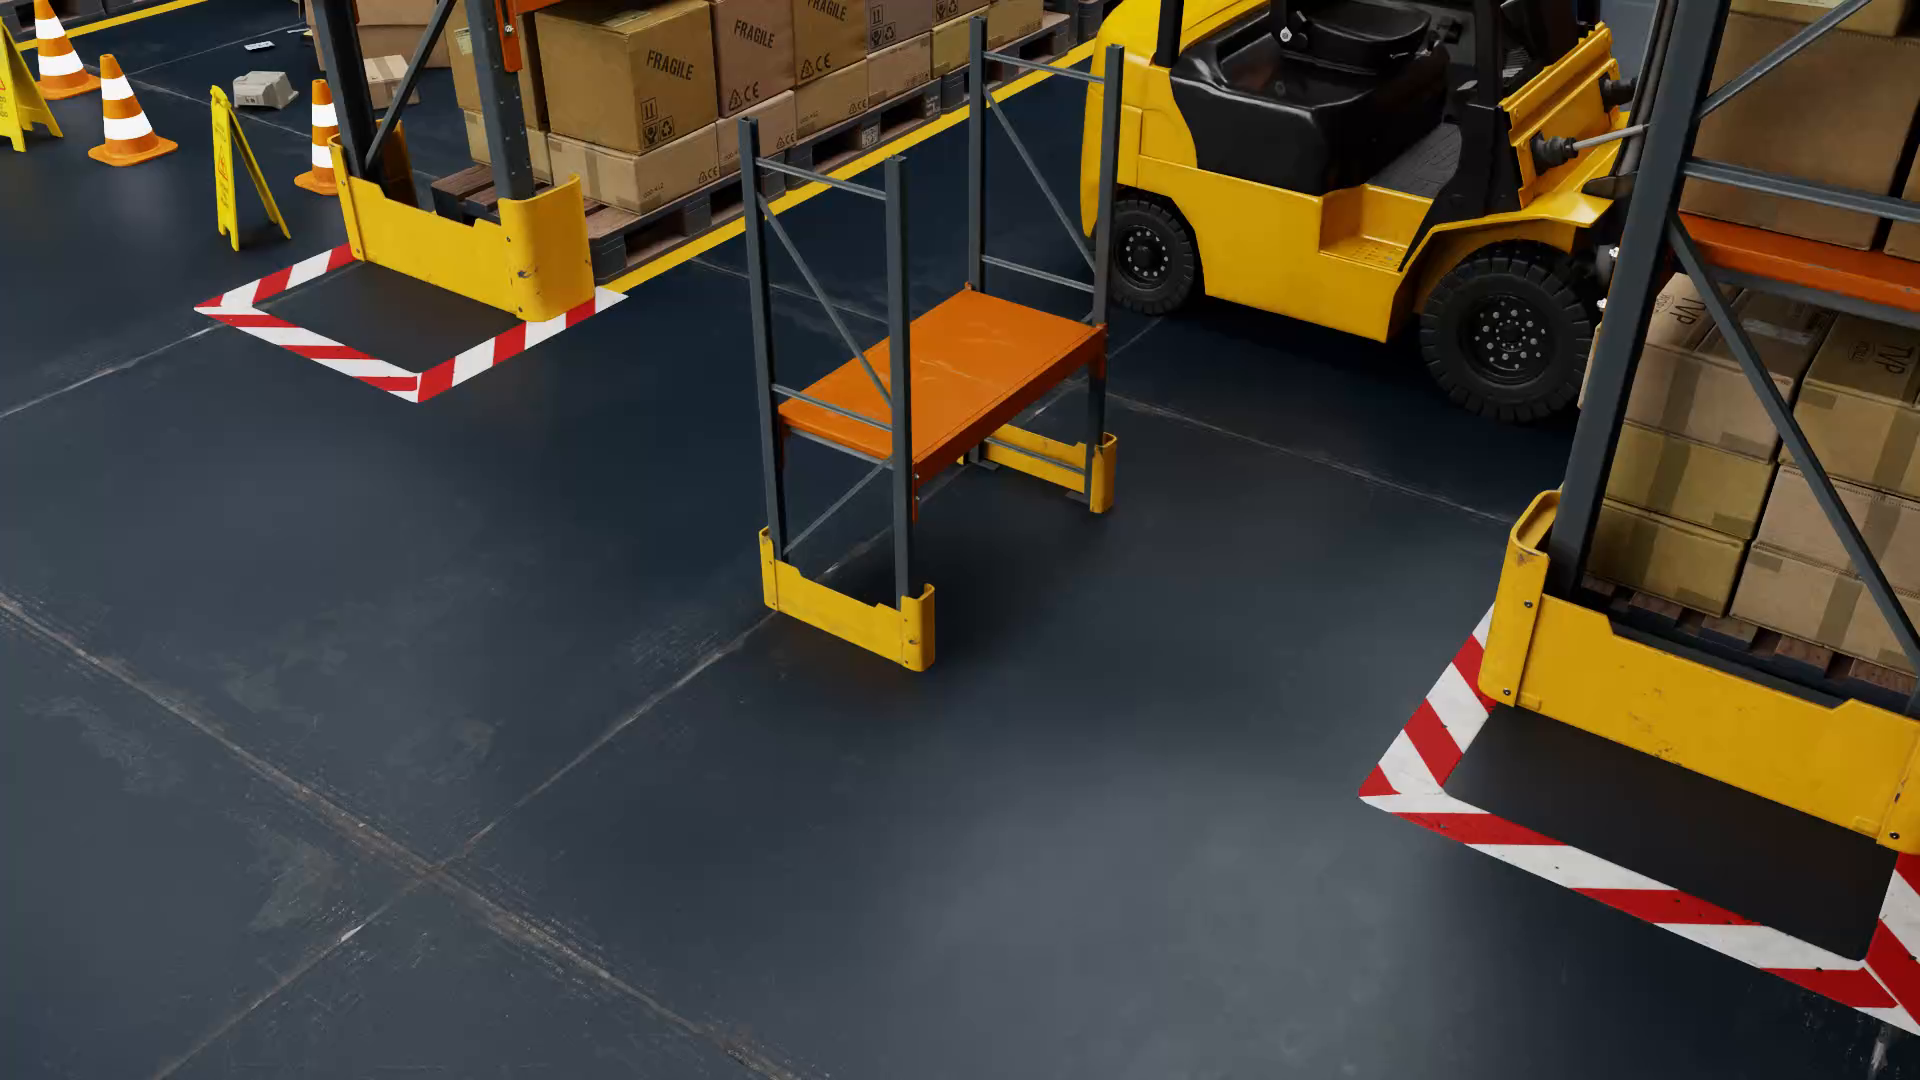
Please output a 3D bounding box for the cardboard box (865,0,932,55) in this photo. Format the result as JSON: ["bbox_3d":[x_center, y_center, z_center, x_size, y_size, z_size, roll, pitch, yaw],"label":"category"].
[{"bbox_3d":[-0.481,-2.669,7.930,0.500,0.500,0.500,24,41,31],"label":"cardboard box"}]

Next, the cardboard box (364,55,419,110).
[{"bbox_3d":[-2.979,-2.378,8.633,0.250,0.149,0.380,-15,37,-21],"label":"cardboard box"}]

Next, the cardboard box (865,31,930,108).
[{"bbox_3d":[-0.491,-2.348,8.124,0.500,0.250,0.500,22,40,29],"label":"cardboard box"}]

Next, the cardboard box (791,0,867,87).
[{"bbox_3d":[-0.779,-2.421,7.562,0.500,0.500,0.500,22,40,29],"label":"cardboard box"}]

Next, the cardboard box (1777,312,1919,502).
[{"bbox_3d":[2.443,-0.337,4.257,0.500,0.250,0.500,21,39,28],"label":"cardboard box"}]

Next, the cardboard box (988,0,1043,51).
[{"bbox_3d":[0.098,-2.829,8.835,0.500,0.250,0.500,23,40,30],"label":"cardboard box"}]

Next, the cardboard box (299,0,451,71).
[{"bbox_3d":[-3.145,-2.894,9.080,0.797,0.503,0.637,-3,34,-4],"label":"cardboard box"}]

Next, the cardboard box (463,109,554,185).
[{"bbox_3d":[-1.813,-1.815,7.335,0.500,0.250,0.500,21,39,28],"label":"cardboard box"}]

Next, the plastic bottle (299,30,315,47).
[{"bbox_3d":[-3.616,-2.878,9.451,0.133,0.061,0.283,8,35,12],"label":"plastic bottle"}]

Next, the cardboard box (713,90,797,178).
[{"bbox_3d":[-1.082,-1.861,7.404,0.500,0.250,0.500,23,40,30],"label":"cardboard box"}]

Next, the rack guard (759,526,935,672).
[{"bbox_3d":[-0.327,0.161,4.789,0.587,0.250,0.087,21,39,28],"label":"rack guard"}]

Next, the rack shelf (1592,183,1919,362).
[{"bbox_3d":[3.153,-1.349,5.210,1.077,0.370,4.000,21,39,28],"label":"rack shelf"}]

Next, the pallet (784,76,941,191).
[{"bbox_3d":[-0.835,-2.112,8.185,1.003,0.211,1.213,21,39,28],"label":"pallet"}]

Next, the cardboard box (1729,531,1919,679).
[{"bbox_3d":[2.454,0.075,4.542,0.500,0.250,0.500,21,40,28],"label":"cardboard box"}]

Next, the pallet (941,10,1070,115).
[{"bbox_3d":[-0.140,-2.676,9.019,1.003,0.211,1.213,21,39,28],"label":"pallet"}]

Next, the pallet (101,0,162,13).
[{"bbox_3d":[-5.103,-3.642,10.447,1.003,0.211,1.213,21,39,28],"label":"pallet"}]

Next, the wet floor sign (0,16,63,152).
[{"bbox_3d":[-4.581,-2.224,7.963,0.267,0.644,0.232,14,37,20],"label":"wet floor sign"}]

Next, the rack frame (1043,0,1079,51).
[{"bbox_3d":[0.214,-4.152,8.711,1.000,3.000,0.127,21,39,28],"label":"rack frame"}]

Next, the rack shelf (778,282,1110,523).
[{"bbox_3d":[-0.049,-0.433,4.873,0.538,0.185,1.000,21,39,28],"label":"rack shelf"}]

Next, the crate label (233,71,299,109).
[{"bbox_3d":[-3.590,-2.314,8.550,0.250,0.136,0.298,3,34,4],"label":"crate label"}]

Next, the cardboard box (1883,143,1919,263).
[{"bbox_3d":[2.524,-0.908,3.825,0.500,0.500,0.500,23,40,30],"label":"cardboard box"}]

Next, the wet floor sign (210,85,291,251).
[{"bbox_3d":[-3.054,-1.590,7.025,0.232,0.644,0.267,-22,40,-29],"label":"wet floor sign"}]

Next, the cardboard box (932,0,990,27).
[{"bbox_3d":[-0.191,-2.904,8.277,0.500,0.500,0.500,22,40,29],"label":"cardboard box"}]

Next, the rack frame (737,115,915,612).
[{"bbox_3d":[-0.338,-0.348,4.426,0.500,1.500,0.032,21,39,28],"label":"rack frame"}]

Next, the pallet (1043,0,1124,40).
[{"bbox_3d":[0.657,-3.355,10.023,1.003,0.211,1.213,21,39,28],"label":"pallet"}]

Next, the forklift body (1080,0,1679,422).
[{"bbox_3d":[1.596,-1.831,6.037,2.313,2.155,1.214,21,39,28],"label":"forklift body"}]

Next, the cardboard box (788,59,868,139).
[{"bbox_3d":[-0.782,-2.116,7.781,0.500,0.250,0.500,24,41,31],"label":"cardboard box"}]

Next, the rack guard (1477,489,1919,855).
[{"bbox_3d":[1.999,0.320,4.331,1.175,0.500,0.348,21,39,28],"label":"rack guard"}]

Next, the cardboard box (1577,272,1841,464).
[{"bbox_3d":[2.019,-0.488,4.480,0.500,0.250,0.500,23,40,30],"label":"cardboard box"}]

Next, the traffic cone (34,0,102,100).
[{"bbox_3d":[-4.722,-2.585,8.660,0.336,0.463,0.334,21,39,28],"label":"traffic cone"}]

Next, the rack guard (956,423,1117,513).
[{"bbox_3d":[0.240,-0.298,5.467,0.587,0.250,0.087,21,39,28],"label":"rack guard"}]

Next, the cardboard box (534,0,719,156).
[{"bbox_3d":[-1.367,-1.950,6.867,0.500,0.500,0.500,20,39,27],"label":"cardboard box"}]

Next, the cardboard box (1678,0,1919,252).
[{"bbox_3d":[2.078,-1.079,4.078,0.500,0.500,0.500,20,39,27],"label":"cardboard box"}]

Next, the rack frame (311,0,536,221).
[{"bbox_3d":[-2.067,-2.311,5.989,1.000,3.000,0.127,21,39,28],"label":"rack frame"}]

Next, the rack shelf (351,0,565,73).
[{"bbox_3d":[-0.926,-2.933,7.552,1.077,0.370,4.000,21,39,28],"label":"rack shelf"}]

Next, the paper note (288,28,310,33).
[{"bbox_3d":[-3.810,-2.937,9.584,0.123,0.001,0.032,-15,37,-21],"label":"paper note"}]

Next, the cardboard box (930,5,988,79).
[{"bbox_3d":[-0.198,-2.580,8.468,0.500,0.250,0.500,20,39,27],"label":"cardboard box"}]

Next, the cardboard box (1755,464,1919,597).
[{"bbox_3d":[2.452,-0.119,4.382,0.500,0.250,0.500,22,40,29],"label":"cardboard box"}]

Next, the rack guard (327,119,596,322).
[{"bbox_3d":[-2.023,-1.310,6.741,1.175,0.500,0.348,21,39,28],"label":"rack guard"}]

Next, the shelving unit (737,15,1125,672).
[{"bbox_3d":[-0.043,-0.586,4.778,0.587,1.500,1.083,21,39,28],"label":"shelving unit"}]

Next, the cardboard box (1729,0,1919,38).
[{"bbox_3d":[1.981,-1.286,3.806,0.380,0.149,0.250,22,40,29],"label":"cardboard box"}]

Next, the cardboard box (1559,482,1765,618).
[{"bbox_3d":[2.021,-0.079,4.769,0.500,0.250,0.500,22,40,28],"label":"cardboard box"}]

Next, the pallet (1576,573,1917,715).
[{"bbox_3d":[2.415,0.063,4.969,1.003,0.211,1.213,21,39,28],"label":"pallet"}]

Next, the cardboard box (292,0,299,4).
[{"bbox_3d":[-3.952,-3.609,10.139,0.500,0.500,0.500,29,44,36],"label":"cardboard box"}]

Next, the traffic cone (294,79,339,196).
[{"bbox_3d":[-2.881,-1.870,7.602,0.336,0.463,0.334,21,39,28],"label":"traffic cone"}]

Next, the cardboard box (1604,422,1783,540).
[{"bbox_3d":[2.034,-0.293,4.639,0.500,0.250,0.500,21,39,28],"label":"cardboard box"}]

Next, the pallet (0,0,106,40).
[{"bbox_3d":[-5.799,-3.083,9.621,1.003,0.211,1.213,21,39,28],"label":"pallet"}]

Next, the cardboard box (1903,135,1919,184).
[{"bbox_3d":[2.381,-1.315,4.427,0.500,0.500,0.500,23,40,30],"label":"cardboard box"}]

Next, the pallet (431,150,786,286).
[{"bbox_3d":[-1.531,-1.553,7.358,1.003,0.211,1.213,21,39,28],"label":"pallet"}]

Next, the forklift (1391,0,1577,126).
[{"bbox_3d":[2.078,-3.189,7.349,1.130,2.935,3.031,21,39,28],"label":"forklift"}]

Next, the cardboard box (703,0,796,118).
[{"bbox_3d":[-1.072,-2.192,7.224,0.500,0.500,0.500,20,39,27],"label":"cardboard box"}]

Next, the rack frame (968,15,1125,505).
[{"bbox_3d":[0.241,-0.816,5.118,0.500,1.500,0.032,21,39,28],"label":"rack frame"}]

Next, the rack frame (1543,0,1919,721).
[{"bbox_3d":[2.013,-0.727,3.647,1.000,3.000,0.127,21,39,28],"label":"rack frame"}]

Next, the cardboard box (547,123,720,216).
[{"bbox_3d":[-1.380,-1.629,7.060,0.500,0.250,0.500,21,39,28],"label":"cardboard box"}]

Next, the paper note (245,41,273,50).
[{"bbox_3d":[-3.926,-2.775,9.327,0.142,0.017,0.144,-22,40,-29],"label":"paper note"}]

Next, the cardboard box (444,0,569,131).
[{"bbox_3d":[-1.824,-2.108,7.100,0.500,0.500,0.500,22,40,28],"label":"cardboard box"}]

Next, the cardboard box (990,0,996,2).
[{"bbox_3d":[0.097,-3.139,8.624,0.500,0.500,0.500,21,39,28],"label":"cardboard box"}]

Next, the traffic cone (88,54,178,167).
[{"bbox_3d":[-3.987,-2.068,7.895,0.336,0.463,0.334,21,39,28],"label":"traffic cone"}]
